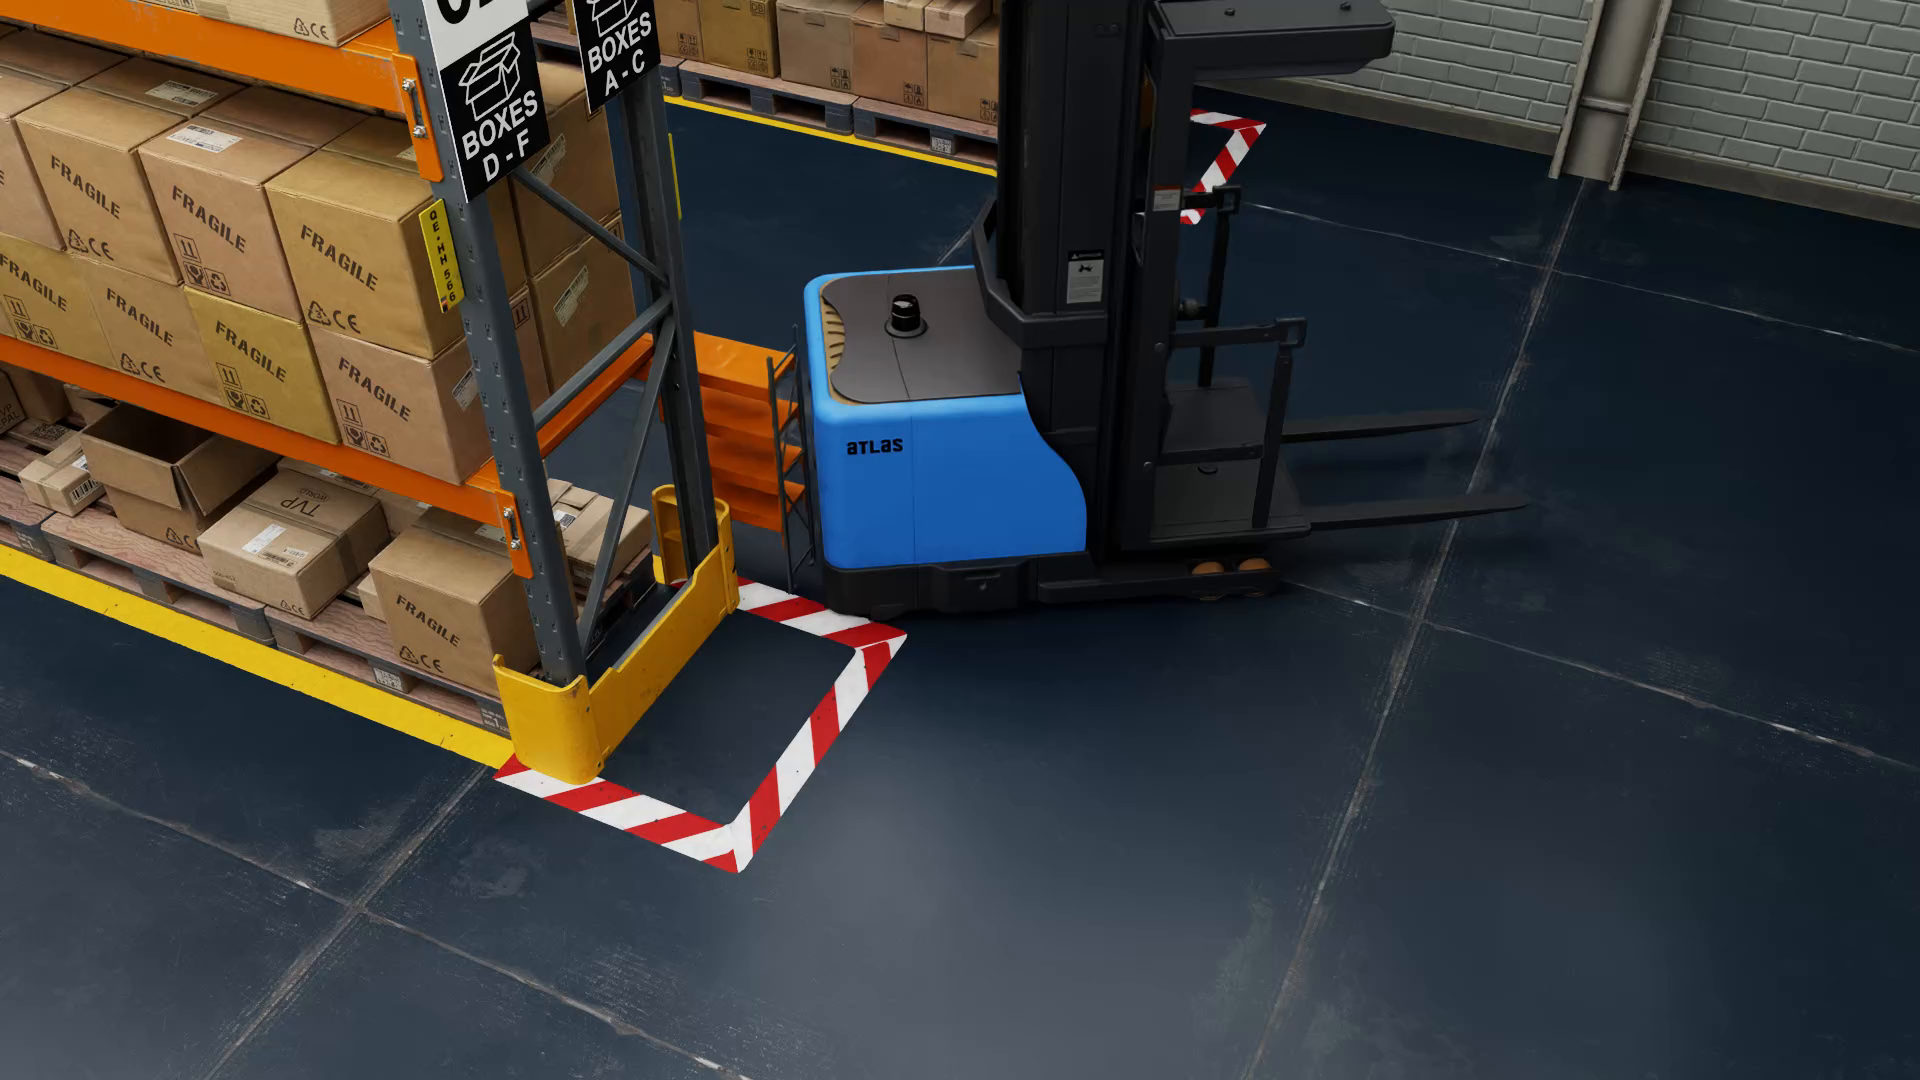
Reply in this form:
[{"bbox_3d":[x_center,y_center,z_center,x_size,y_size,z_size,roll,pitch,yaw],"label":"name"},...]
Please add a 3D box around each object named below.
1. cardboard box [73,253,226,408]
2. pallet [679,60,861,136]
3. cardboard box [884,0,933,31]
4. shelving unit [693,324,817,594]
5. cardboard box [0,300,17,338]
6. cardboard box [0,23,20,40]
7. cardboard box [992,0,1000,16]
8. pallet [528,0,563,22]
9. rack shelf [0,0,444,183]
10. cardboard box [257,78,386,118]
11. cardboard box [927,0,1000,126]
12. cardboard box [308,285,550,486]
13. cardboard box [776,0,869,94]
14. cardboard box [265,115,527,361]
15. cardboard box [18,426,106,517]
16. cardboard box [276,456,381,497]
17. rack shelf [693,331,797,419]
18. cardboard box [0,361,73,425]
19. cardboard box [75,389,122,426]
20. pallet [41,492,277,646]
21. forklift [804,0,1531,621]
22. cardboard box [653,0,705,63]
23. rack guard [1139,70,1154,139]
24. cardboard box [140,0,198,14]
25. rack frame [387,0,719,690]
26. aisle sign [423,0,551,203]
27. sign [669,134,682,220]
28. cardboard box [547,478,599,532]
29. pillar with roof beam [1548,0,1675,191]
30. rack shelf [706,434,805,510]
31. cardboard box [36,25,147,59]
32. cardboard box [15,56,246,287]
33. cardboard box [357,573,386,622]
[{"bbox_3d":[-2.674,-0.862,5.878,0.500,0.500,0.500,17,44,19],"label":"cardboard box"},{"bbox_3d":[-1.000,-2.980,10.527,1.213,0.211,1.003,17,44,19],"label":"pallet"},{"bbox_3d":[-0.243,-3.112,9.643,0.250,0.149,0.380,18,44,20],"label":"cardboard box"},{"bbox_3d":[-0.897,-0.358,6.746,0.503,1.200,0.258,15,43,16],"label":"shelving unit"},{"bbox_3d":[-3.592,-1.142,6.201,0.500,0.500,0.500,17,44,18],"label":"cardboard box"},{"bbox_3d":[-3.615,-1.520,5.873,0.500,0.500,0.500,16,43,17],"label":"cardboard box"},{"bbox_3d":[0.380,-3.198,9.742,0.250,0.149,0.380,17,44,19],"label":"cardboard box"},{"bbox_3d":[-3.497,-3.743,11.408,1.213,0.211,1.003,17,44,19],"label":"pallet"},{"bbox_3d":[-3.044,-1.995,5.520,4.000,0.370,1.077,17,44,19],"label":"rack shelf"},{"bbox_3d":[-2.000,-1.414,5.752,0.500,0.500,0.500,17,44,19],"label":"cardboard box"},{"bbox_3d":[0.182,-2.869,9.858,0.500,0.500,0.700,17,44,19],"label":"cardboard box"},{"bbox_3d":[-1.753,-0.579,5.552,0.500,0.500,0.500,18,44,20],"label":"cardboard box"},{"bbox_3d":[-0.727,-3.146,10.178,0.500,0.500,0.700,16,43,17],"label":"cardboard box"},{"bbox_3d":[-1.752,-0.955,5.222,0.500,0.500,0.500,17,44,18],"label":"cardboard box"},{"bbox_3d":[-3.780,-0.304,7.138,0.250,0.166,0.380,17,44,19],"label":"cardboard box"},{"bbox_3d":[-2.511,-0.302,7.072,0.500,0.250,0.500,17,44,19],"label":"cardboard box"},{"bbox_3d":[-0.898,-0.654,6.486,0.480,0.148,0.258,15,43,16],"label":"rack shelf"},{"bbox_3d":[-4.221,-0.919,7.593,0.500,0.500,0.500,17,44,19],"label":"cardboard box"},{"bbox_3d":[-3.541,-0.640,7.415,0.500,0.311,0.500,17,44,19],"label":"cardboard box"},{"bbox_3d":[-3.125,-0.105,7.210,1.213,0.211,1.003,17,44,19],"label":"pallet"},{"bbox_3d":[0.896,-1.195,6.391,3.031,2.935,1.130,-4,41,-5],"label":"forklift"},{"bbox_3d":[-1.678,-3.433,10.509,0.500,0.500,0.700,17,44,18],"label":"cardboard box"},{"bbox_3d":[0.881,-2.569,9.832,0.348,0.500,1.175,17,44,19],"label":"rack guard"},{"bbox_3d":[-2.257,-1.787,4.845,0.500,0.250,0.500,17,44,19],"label":"cardboard box"},{"bbox_3d":[-1.232,-0.579,5.628,0.127,3.000,1.000,17,44,19],"label":"rack frame"},{"bbox_3d":[-1.300,-1.361,4.545,0.004,0.787,0.394,17,44,19],"label":"aisle sign"},{"bbox_3d":[-1.003,-1.228,5.716,0.005,0.325,0.100,17,44,19],"label":"sign"},{"bbox_3d":[-1.693,-0.064,6.861,0.250,0.166,0.380,17,44,19],"label":"cardboard box"},{"bbox_3d":[1.851,-2.998,3.838,0.400,9.000,9.100,17,44,19],"label":"pillar with roof beam"},{"bbox_3d":[-0.897,-0.308,6.790,0.480,0.148,0.258,15,43,16],"label":"rack shelf"},{"bbox_3d":[-2.912,-1.696,6.077,0.500,0.500,0.500,17,44,18],"label":"cardboard box"},{"bbox_3d":[-2.682,-1.235,5.545,0.500,0.500,0.500,18,44,20],"label":"cardboard box"},{"bbox_3d":[-2.158,0.155,6.608,0.250,0.166,0.380,17,44,19],"label":"cardboard box"}]
